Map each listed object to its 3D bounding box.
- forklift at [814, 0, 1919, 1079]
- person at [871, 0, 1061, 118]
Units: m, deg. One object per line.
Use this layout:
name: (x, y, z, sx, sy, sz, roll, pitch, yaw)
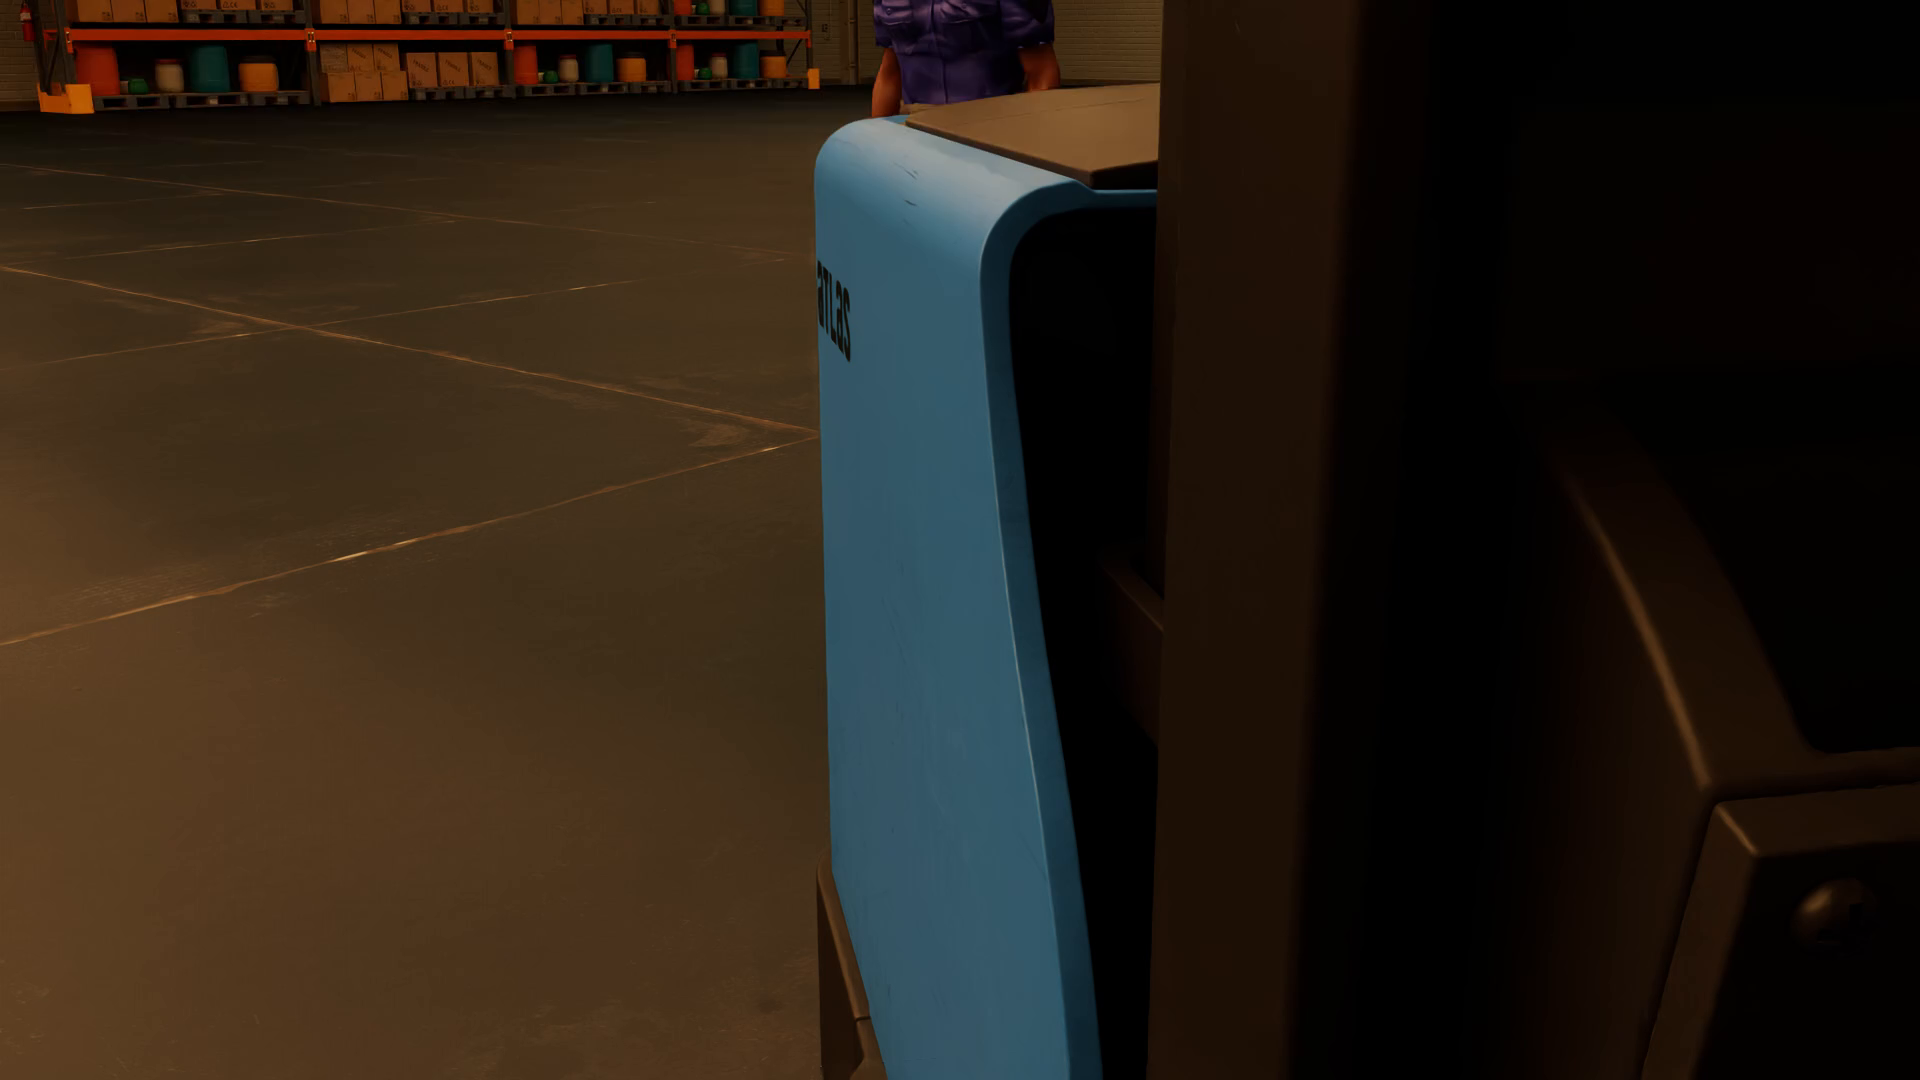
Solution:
forklift: (0.653, -0.388, 0.175, 1.130, 2.935, 3.031, -3, 17, -11)
person: (-0.025, -0.782, 3.673, 0.513, 1.654, 0.349, 13, 21, 36)
